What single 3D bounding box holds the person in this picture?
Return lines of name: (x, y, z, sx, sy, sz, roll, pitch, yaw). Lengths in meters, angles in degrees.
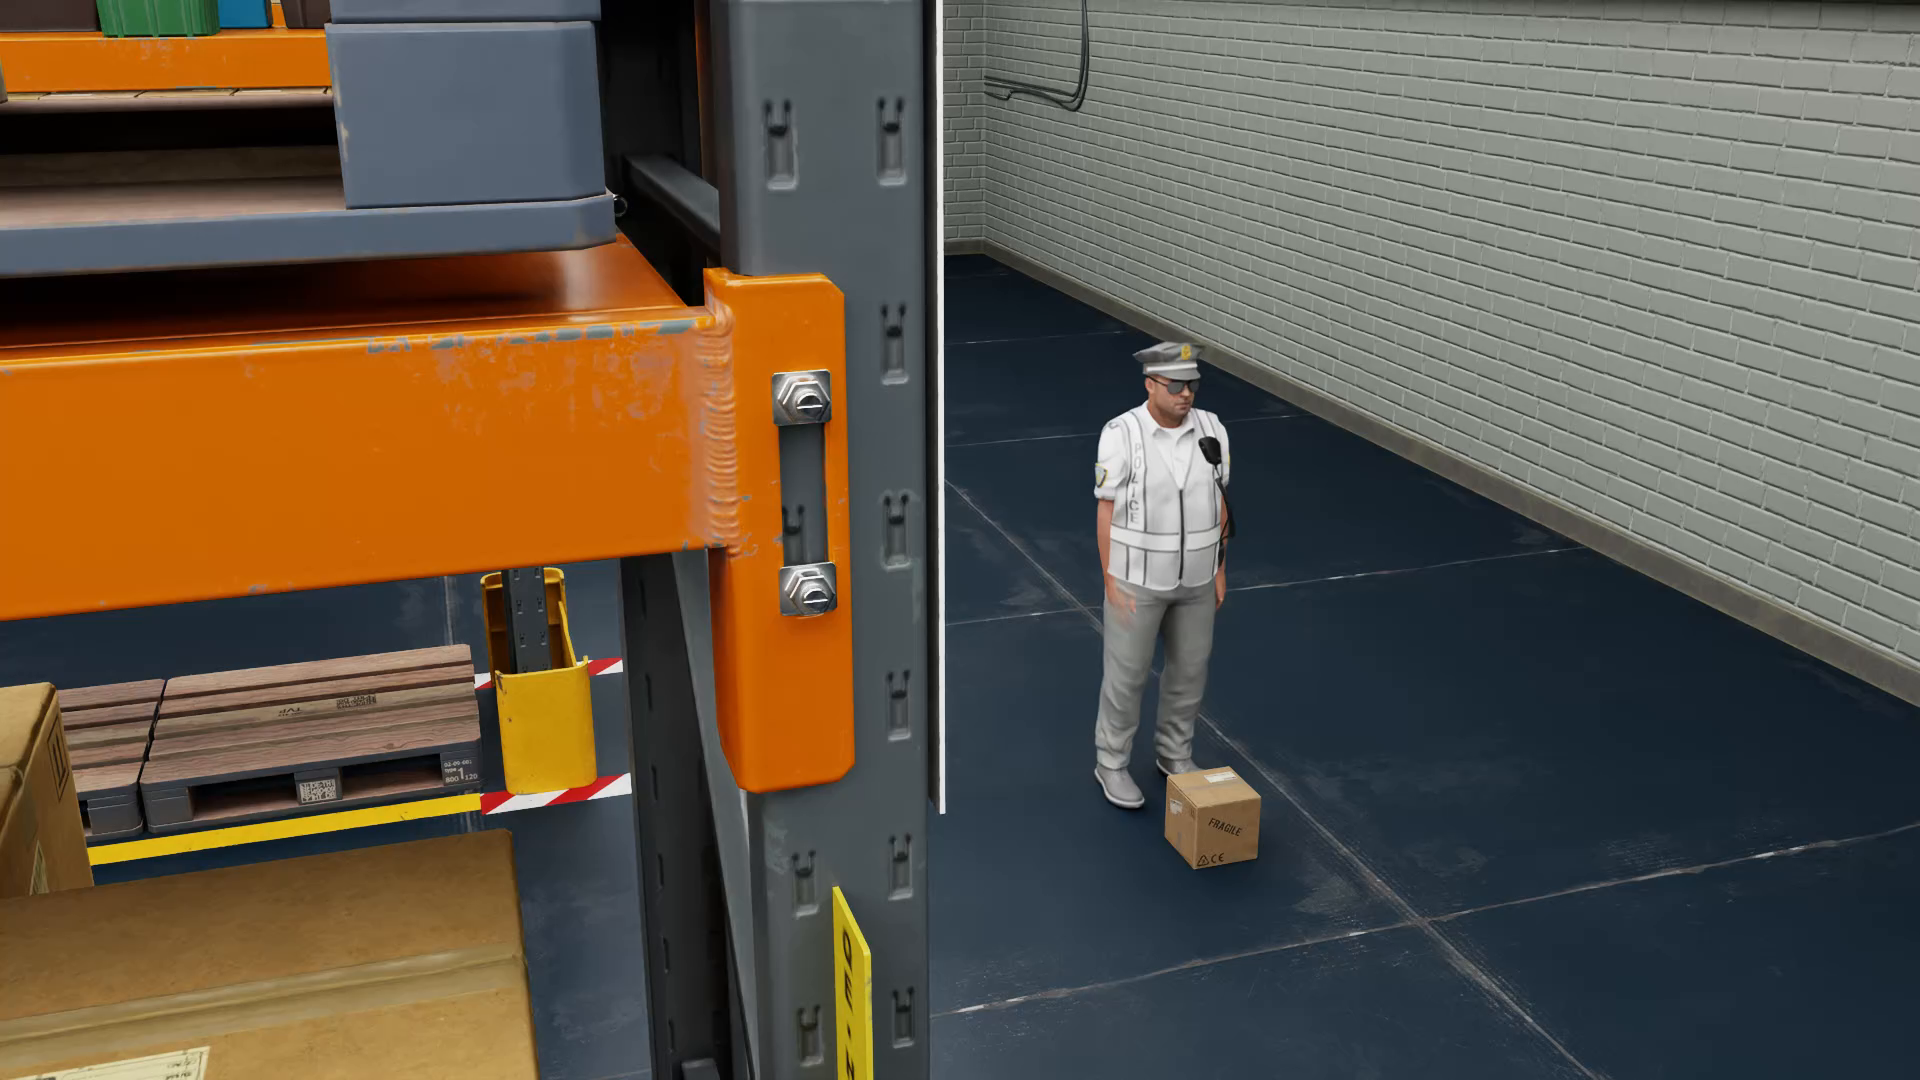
person: (0.763, 0.124, 6.179, 0.525, 1.763, 0.393, -6, 20, -16)
